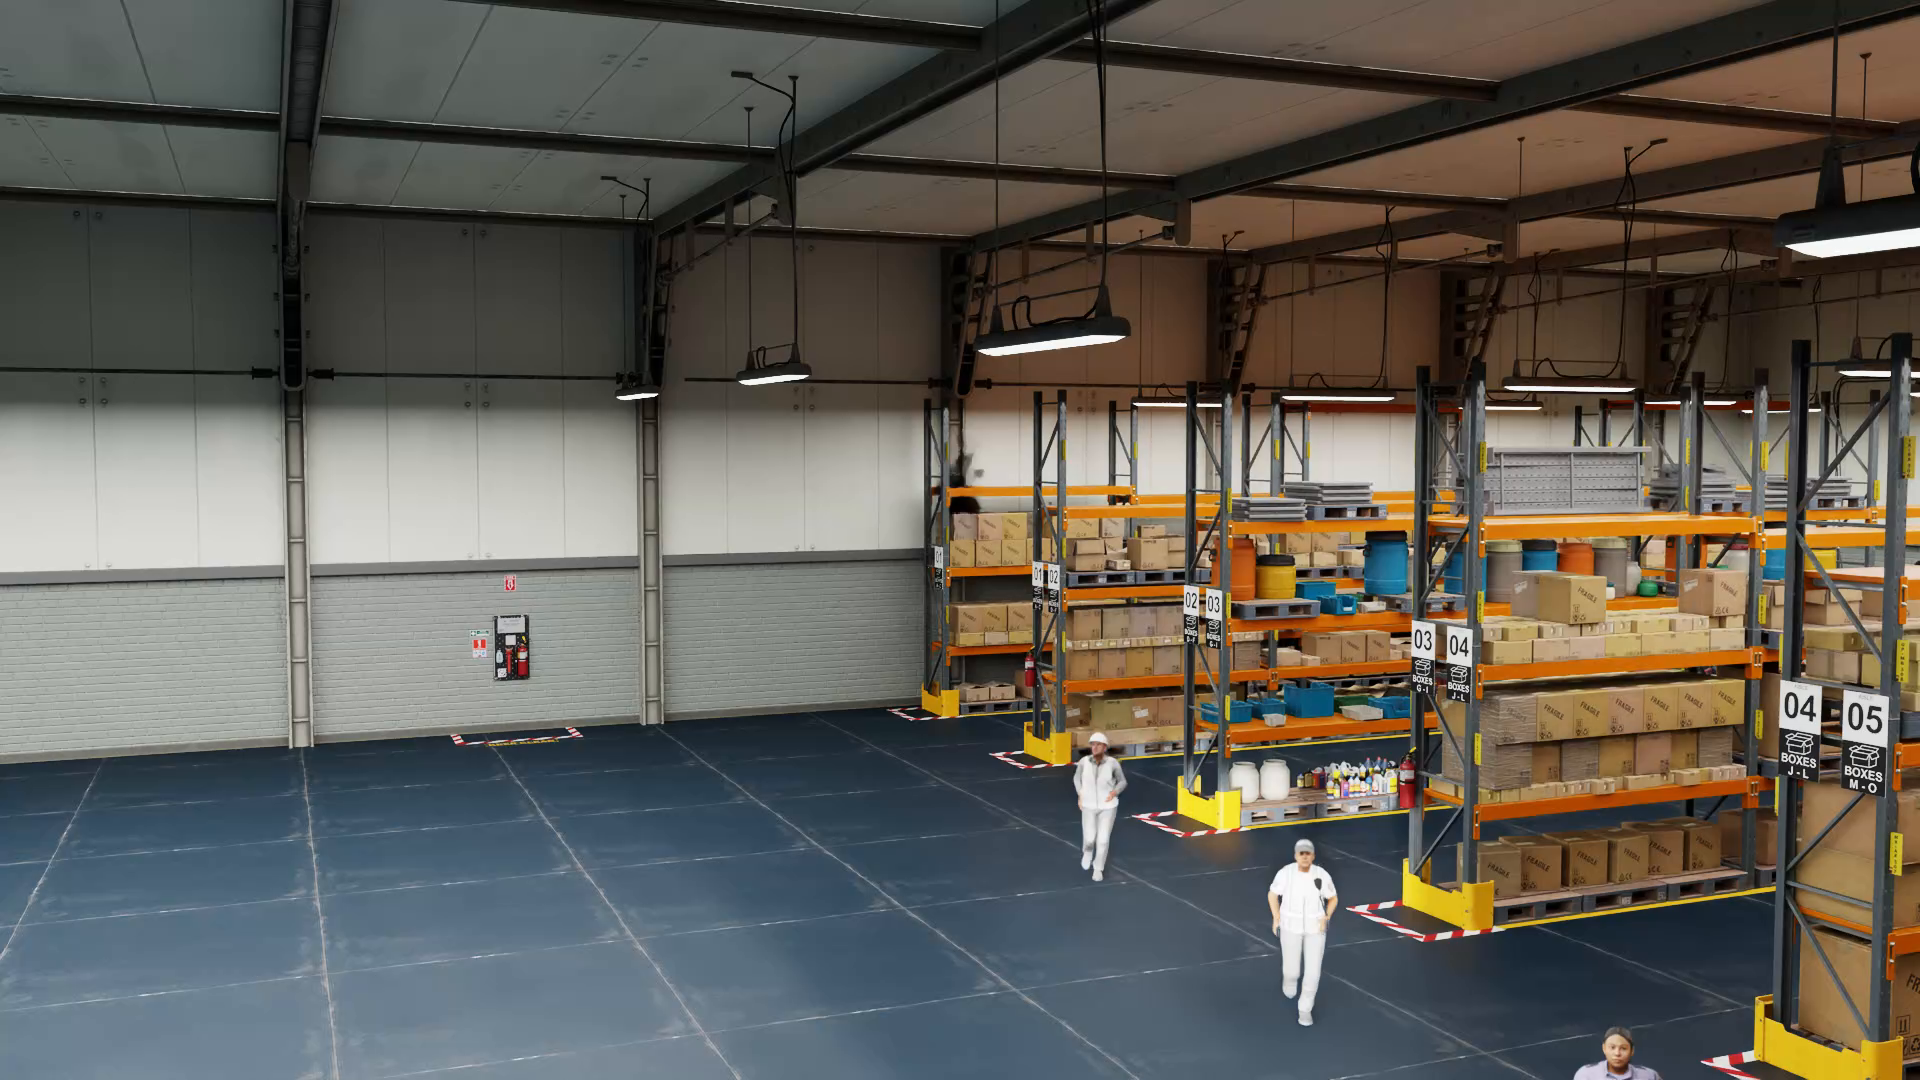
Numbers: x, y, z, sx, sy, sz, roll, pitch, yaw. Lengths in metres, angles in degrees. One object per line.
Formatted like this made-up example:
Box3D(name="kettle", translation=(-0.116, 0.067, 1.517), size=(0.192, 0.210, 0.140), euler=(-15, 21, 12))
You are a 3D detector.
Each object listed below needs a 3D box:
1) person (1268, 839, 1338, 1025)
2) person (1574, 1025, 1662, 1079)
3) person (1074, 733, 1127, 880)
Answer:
Box3D(name="person", translation=(3.077, 3.484, 14.911), size=(0.617, 1.628, 0.558), euler=(0, 3, 8))
Box3D(name="person", translation=(3.929, 3.752, 9.961), size=(0.590, 1.702, 0.726), euler=(2, 4, 25))
Box3D(name="person", translation=(1.644, 3.143, 19.634), size=(0.650, 1.742, 0.604), euler=(1, 3, 11))
